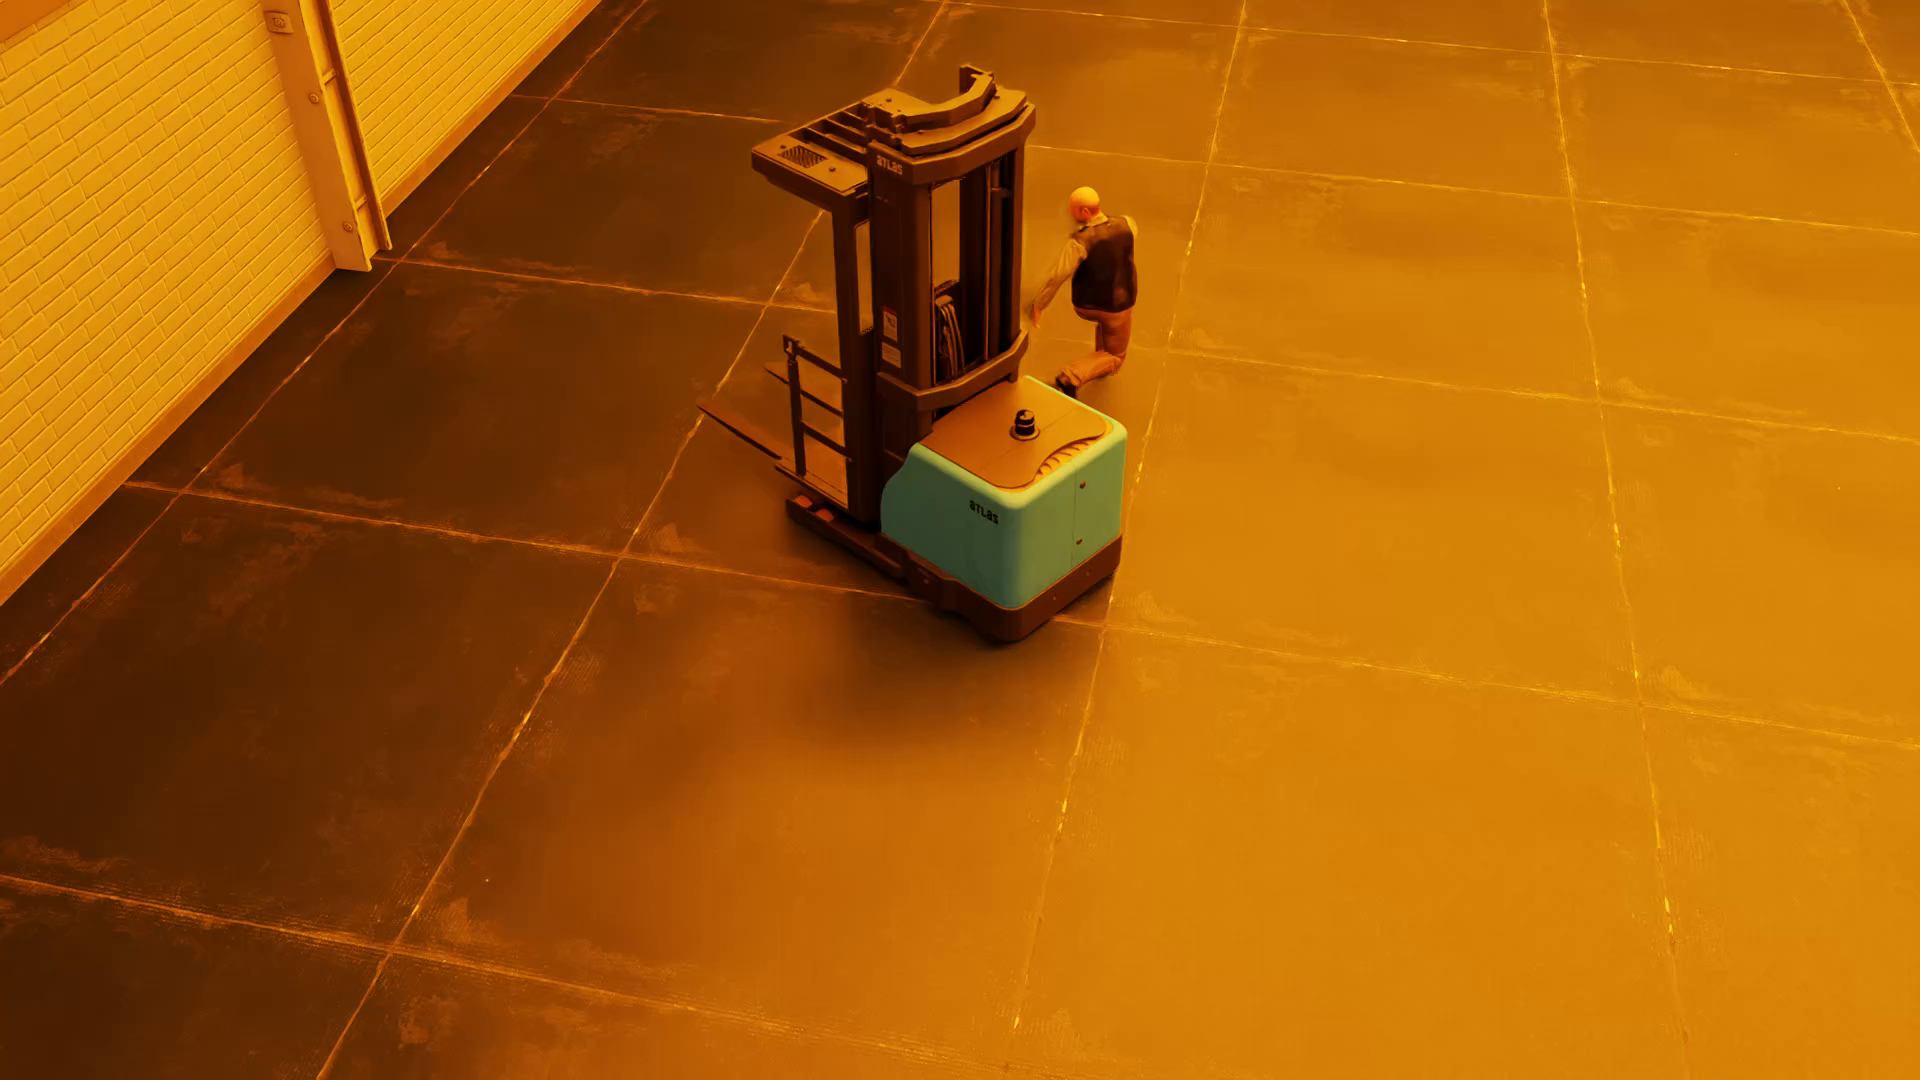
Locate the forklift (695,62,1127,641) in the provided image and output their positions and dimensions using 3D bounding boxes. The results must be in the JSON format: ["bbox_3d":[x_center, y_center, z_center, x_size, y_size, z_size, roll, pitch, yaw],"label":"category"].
[{"bbox_3d":[-0.448,-1.373,9.706,3.031,2.935,1.130,31,49,32],"label":"forklift"}]

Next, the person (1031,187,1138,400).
[{"bbox_3d":[0.864,-1.652,11.226,0.639,1.491,0.885,14,42,16],"label":"person"}]
